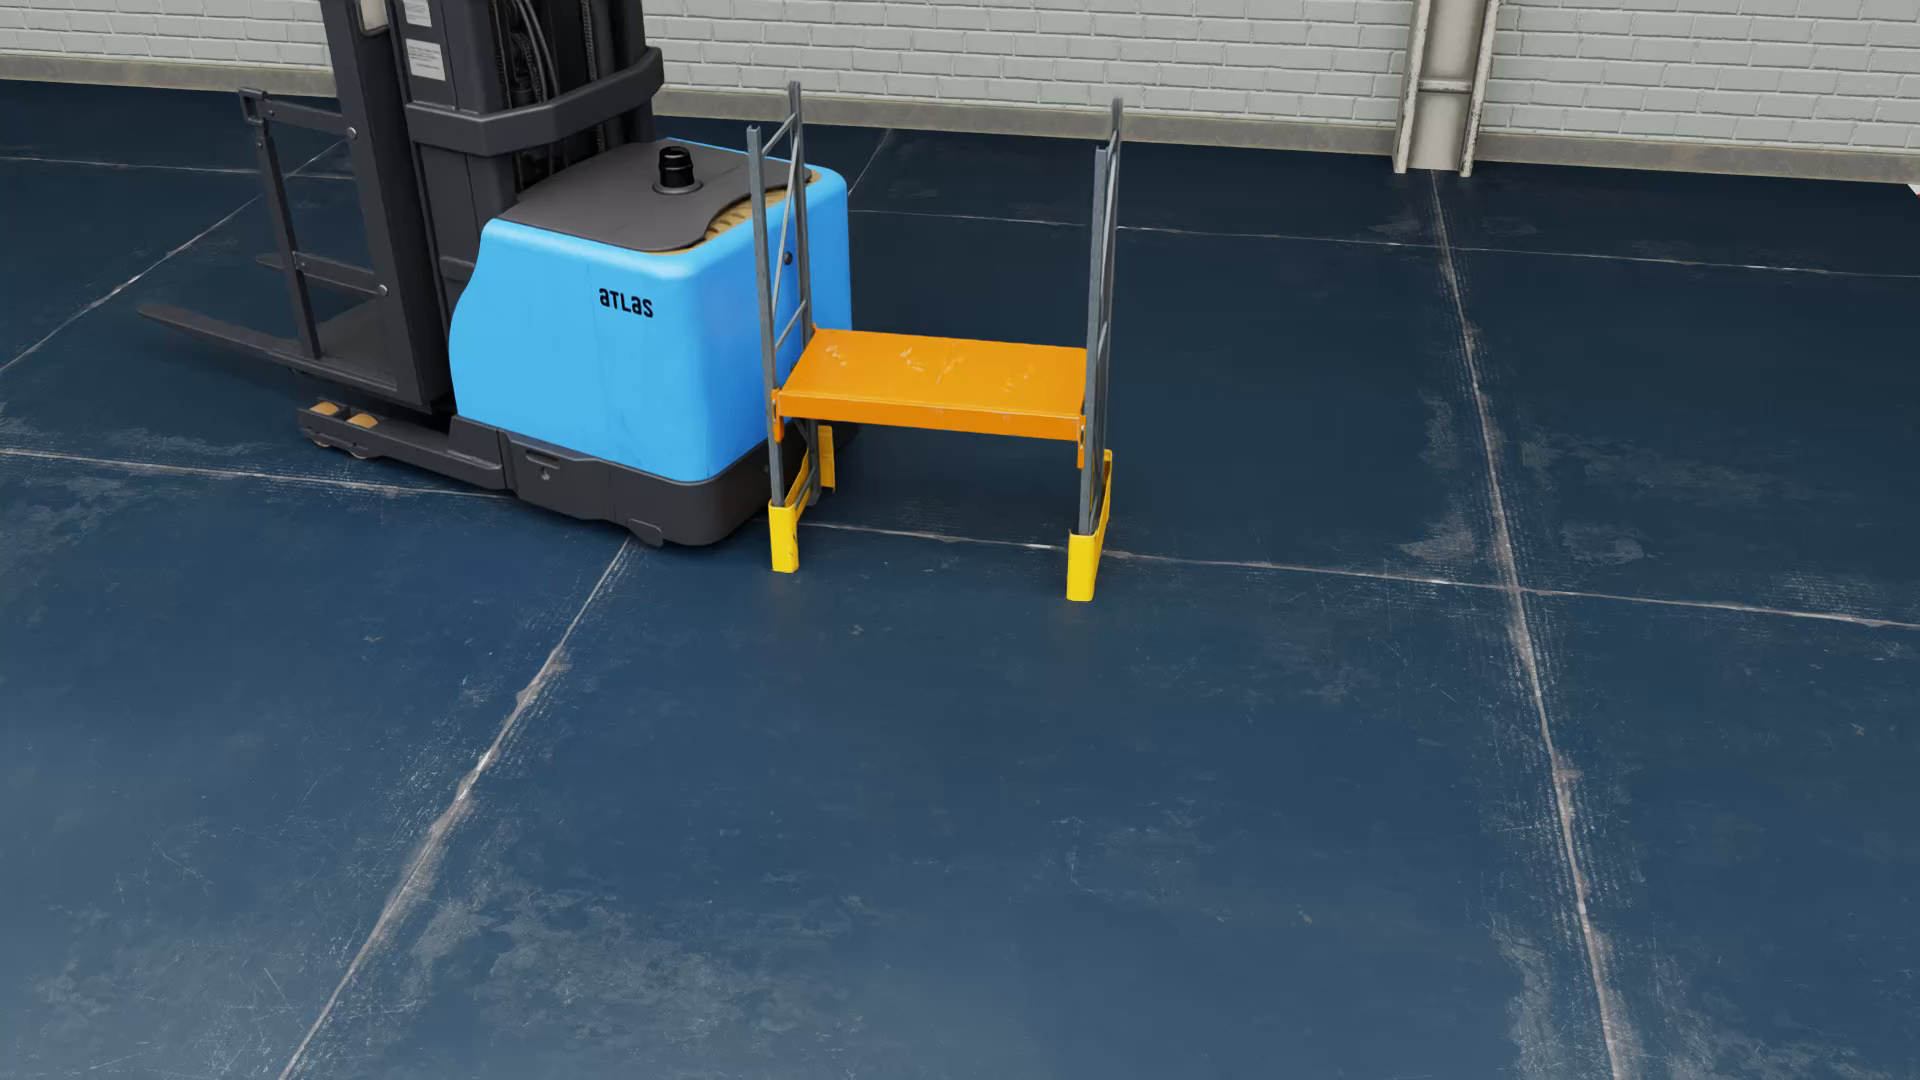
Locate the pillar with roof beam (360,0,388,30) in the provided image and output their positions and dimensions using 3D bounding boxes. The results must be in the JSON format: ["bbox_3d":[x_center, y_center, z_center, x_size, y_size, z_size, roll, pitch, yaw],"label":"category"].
[{"bbox_3d":[-4.095,-4.125,3.859,0.400,9.000,9.100,5,32,8],"label":"pillar with roof beam"}]

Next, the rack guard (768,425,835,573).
[{"bbox_3d":[-0.542,-0.150,5.754,0.087,0.250,0.587,5,32,9],"label":"rack guard"}]

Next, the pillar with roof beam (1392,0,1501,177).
[{"bbox_3d":[1.820,-3.590,3.004,0.400,9.000,9.100,5,32,8],"label":"pillar with roof beam"}]

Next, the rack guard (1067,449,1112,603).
[{"bbox_3d":[0.439,-0.057,5.606,0.087,0.250,0.587,5,32,9],"label":"rack guard"}]

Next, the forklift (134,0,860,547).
[{"bbox_3d":[-1.919,-1.773,5.820,3.031,2.935,1.130,16,36,24],"label":"forklift"}]

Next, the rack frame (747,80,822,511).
[{"bbox_3d":[-0.561,-0.682,5.426,0.032,1.500,0.500,5,32,9],"label":"rack frame"}]

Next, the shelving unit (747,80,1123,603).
[{"bbox_3d":[-0.052,-0.634,5.349,1.083,1.500,0.587,5,32,9],"label":"shelving unit"}]

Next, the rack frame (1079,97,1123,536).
[{"bbox_3d":[0.440,-0.587,5.274,0.032,1.500,0.500,5,32,9],"label":"rack frame"}]

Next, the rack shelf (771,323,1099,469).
[{"bbox_3d":[-0.061,-0.482,5.445,1.000,0.185,0.538,5,32,9],"label":"rack shelf"}]
